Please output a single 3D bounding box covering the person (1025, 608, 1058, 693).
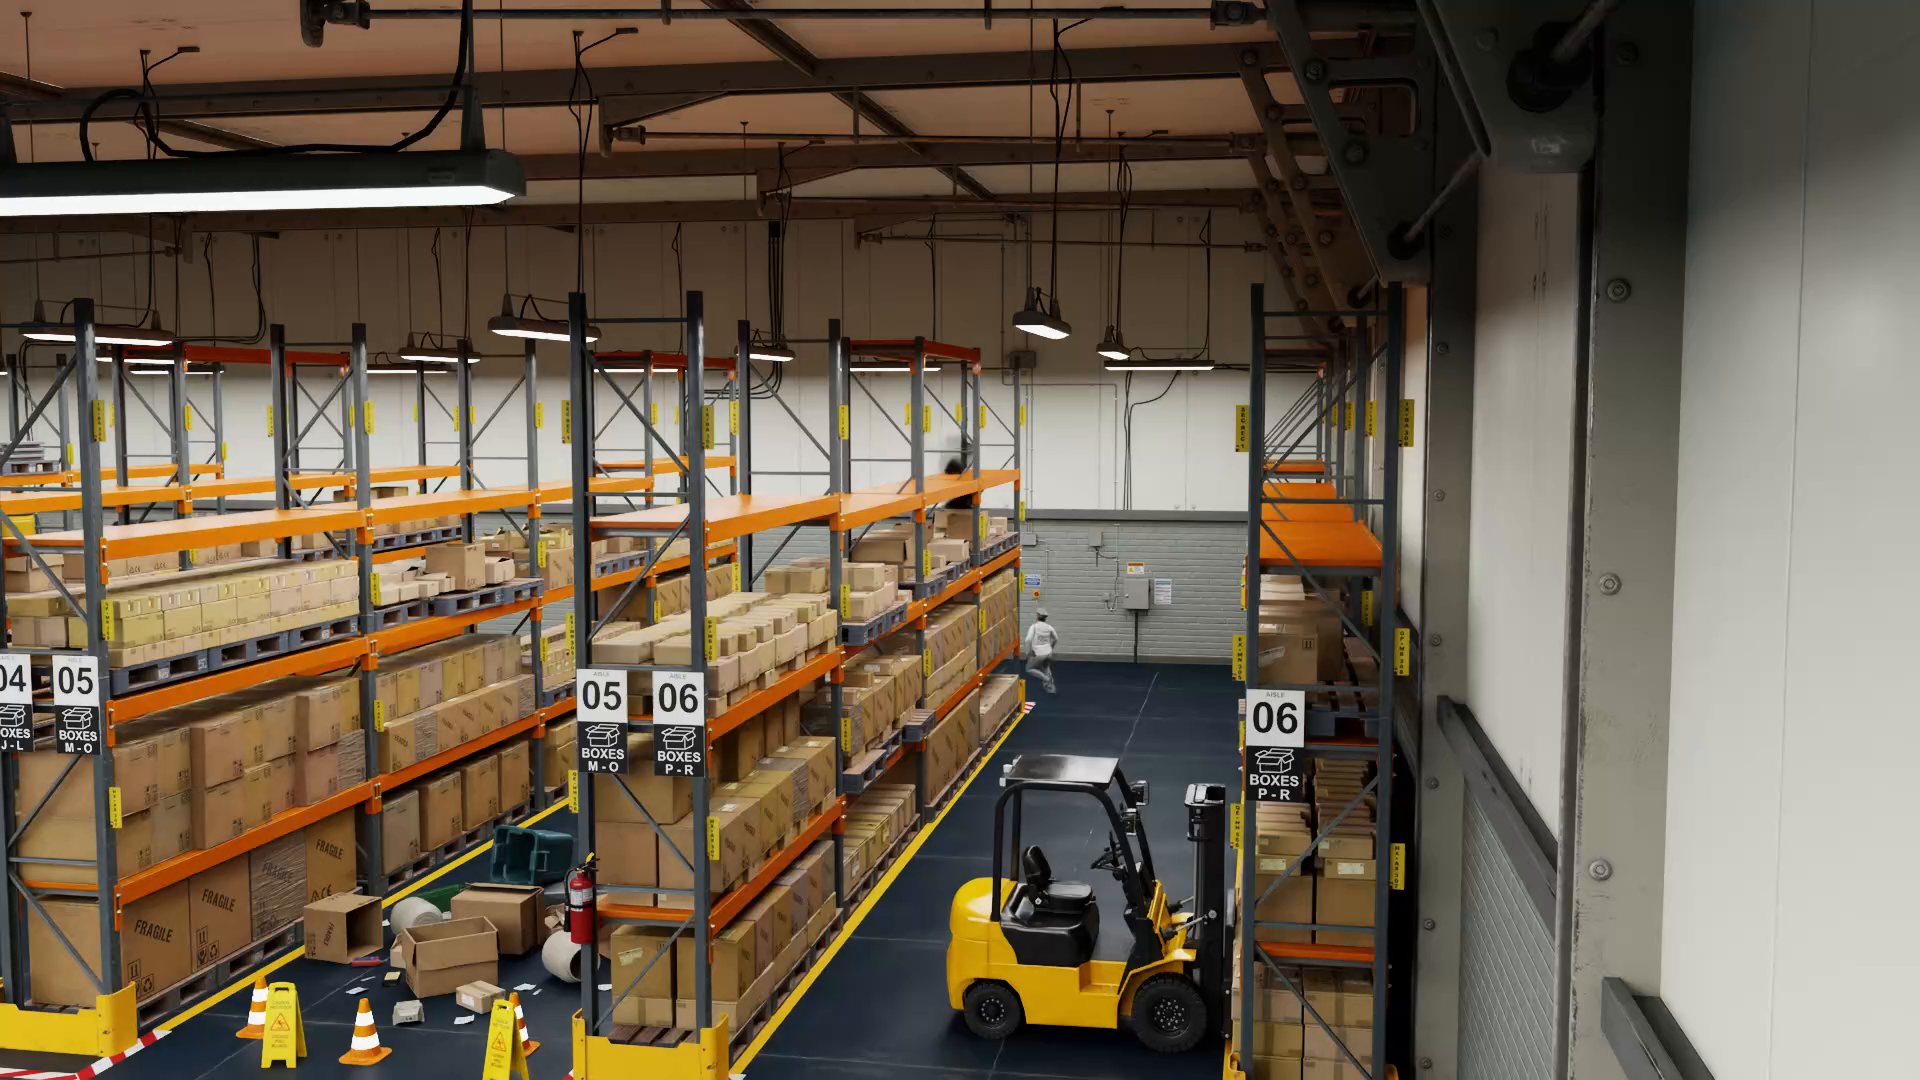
[{"bbox_3d":[1.459,1.978,29.524,0.809,1.558,0.486,-3,6,-34],"label":"person"}]

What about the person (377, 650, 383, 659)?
[{"bbox_3d":[-8.518,2.398,24.254,0.596,1.661,0.555,1,5,9],"label":"person"}]
